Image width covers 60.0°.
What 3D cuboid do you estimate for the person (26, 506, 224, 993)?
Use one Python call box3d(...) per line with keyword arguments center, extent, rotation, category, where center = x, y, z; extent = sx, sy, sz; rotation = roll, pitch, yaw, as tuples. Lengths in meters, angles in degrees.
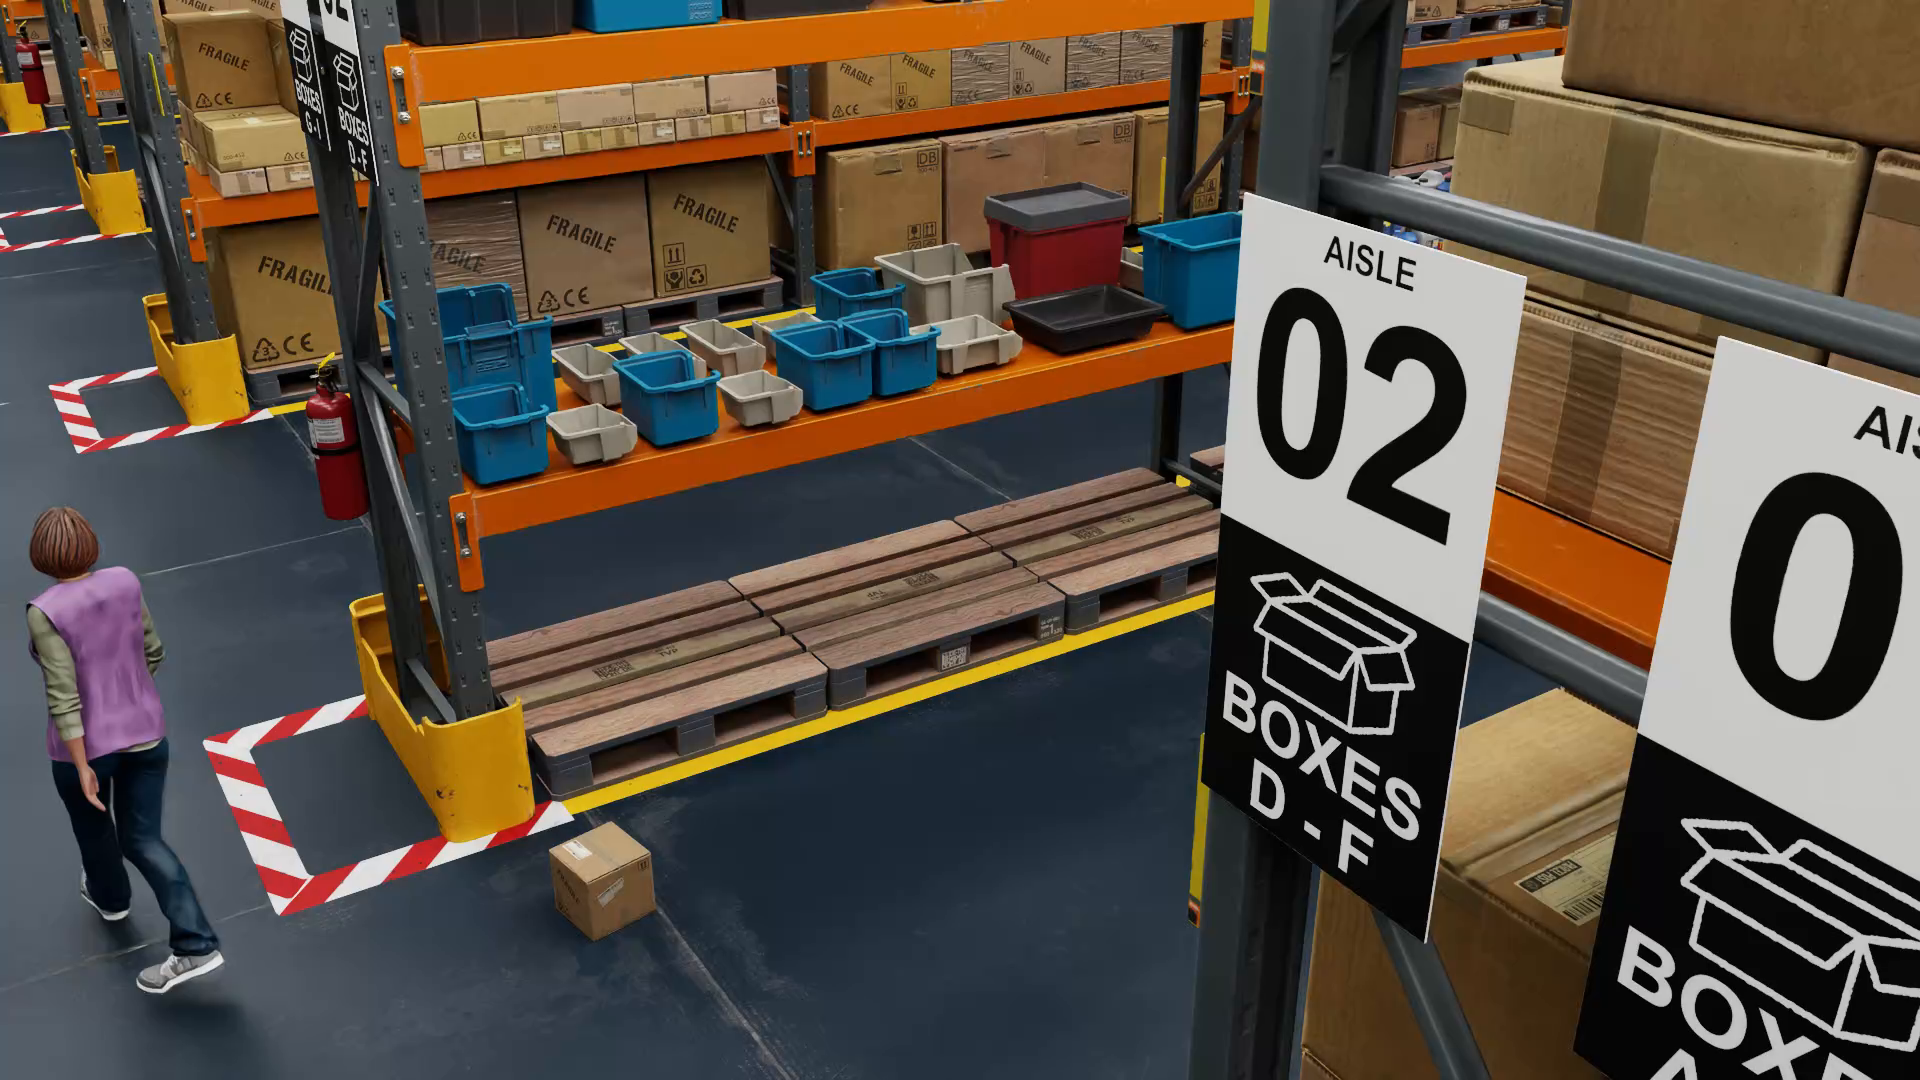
box3d(center=(-2.694, 0.641, 5.315), extent=(0.877, 1.514, 0.459), rotation=(18, 31, 34), category="person")
